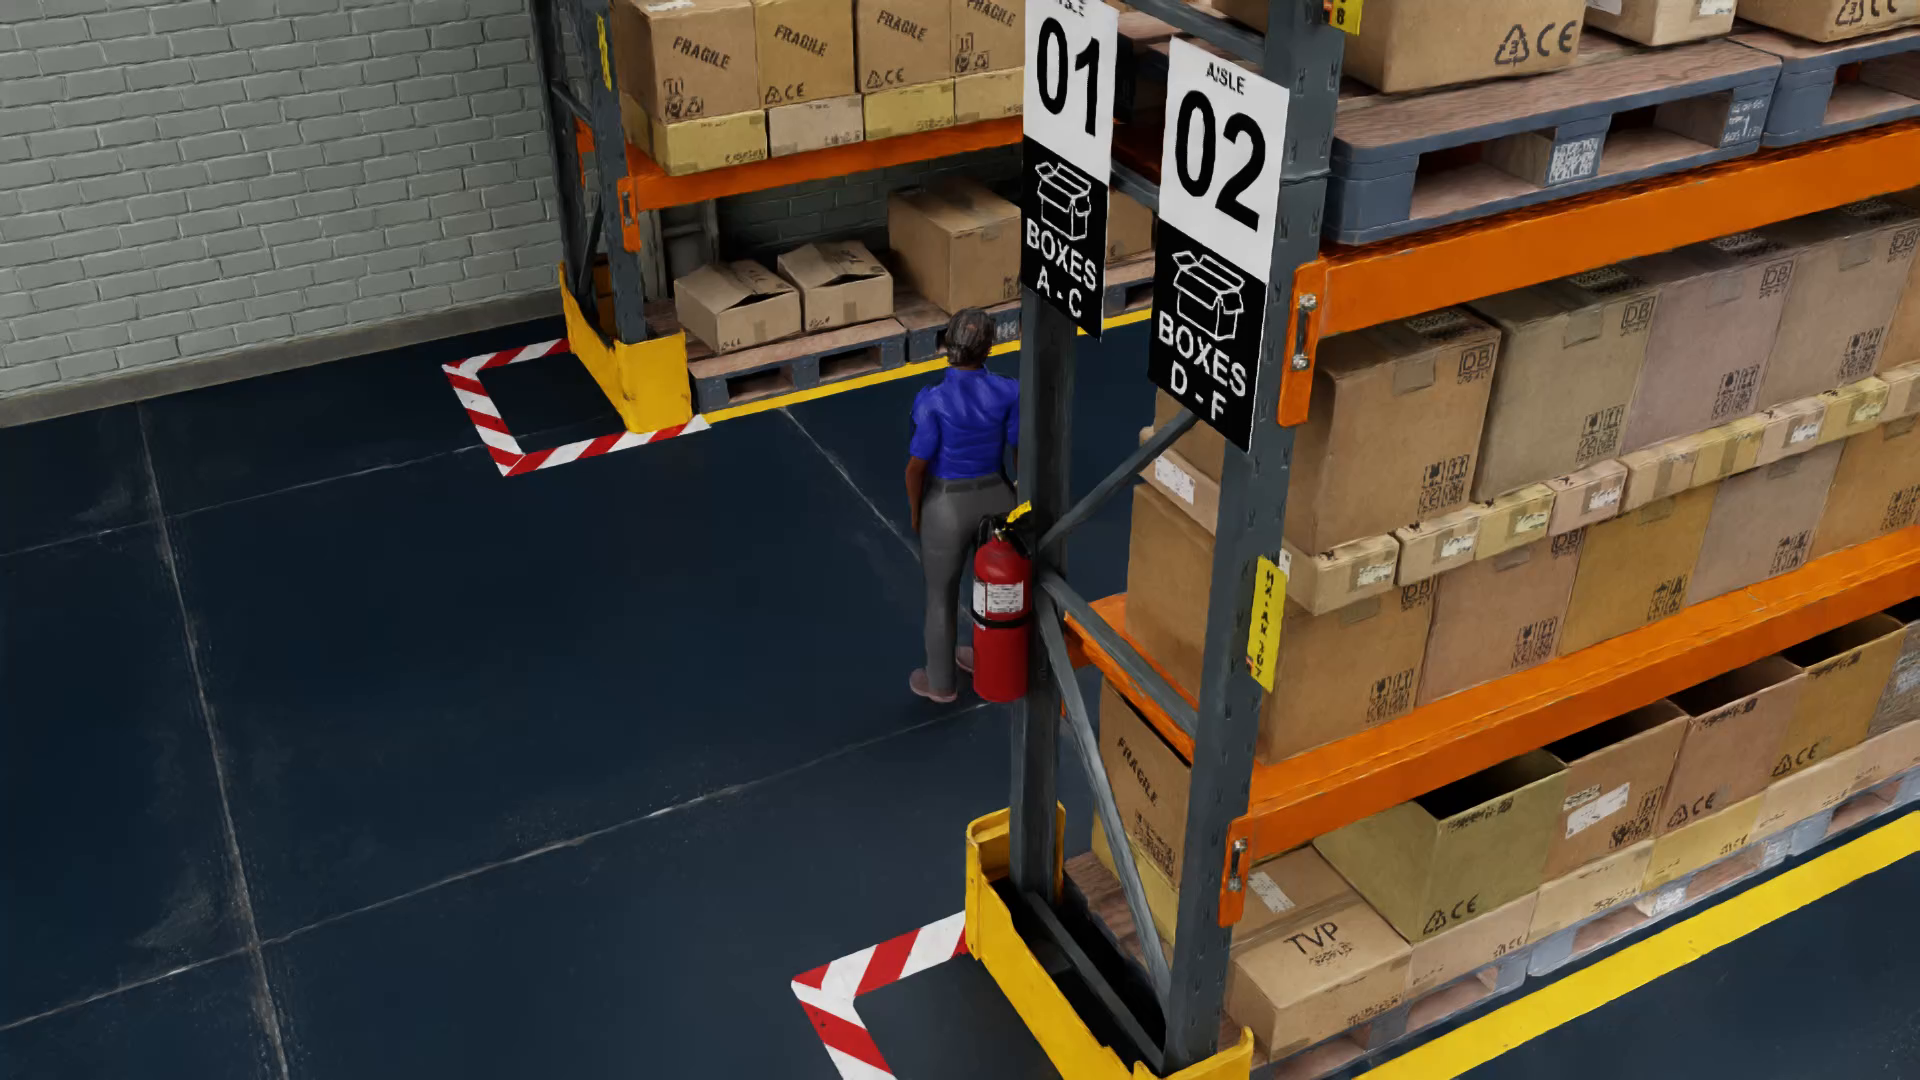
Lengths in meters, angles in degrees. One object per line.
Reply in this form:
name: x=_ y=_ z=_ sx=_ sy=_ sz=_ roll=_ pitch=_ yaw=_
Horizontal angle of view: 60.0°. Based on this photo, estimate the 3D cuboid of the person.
person: x=0.026 y=-0.107 z=6.299 sx=0.500 sy=1.700 sz=0.375 roll=-9 pitch=34 yaw=-13
